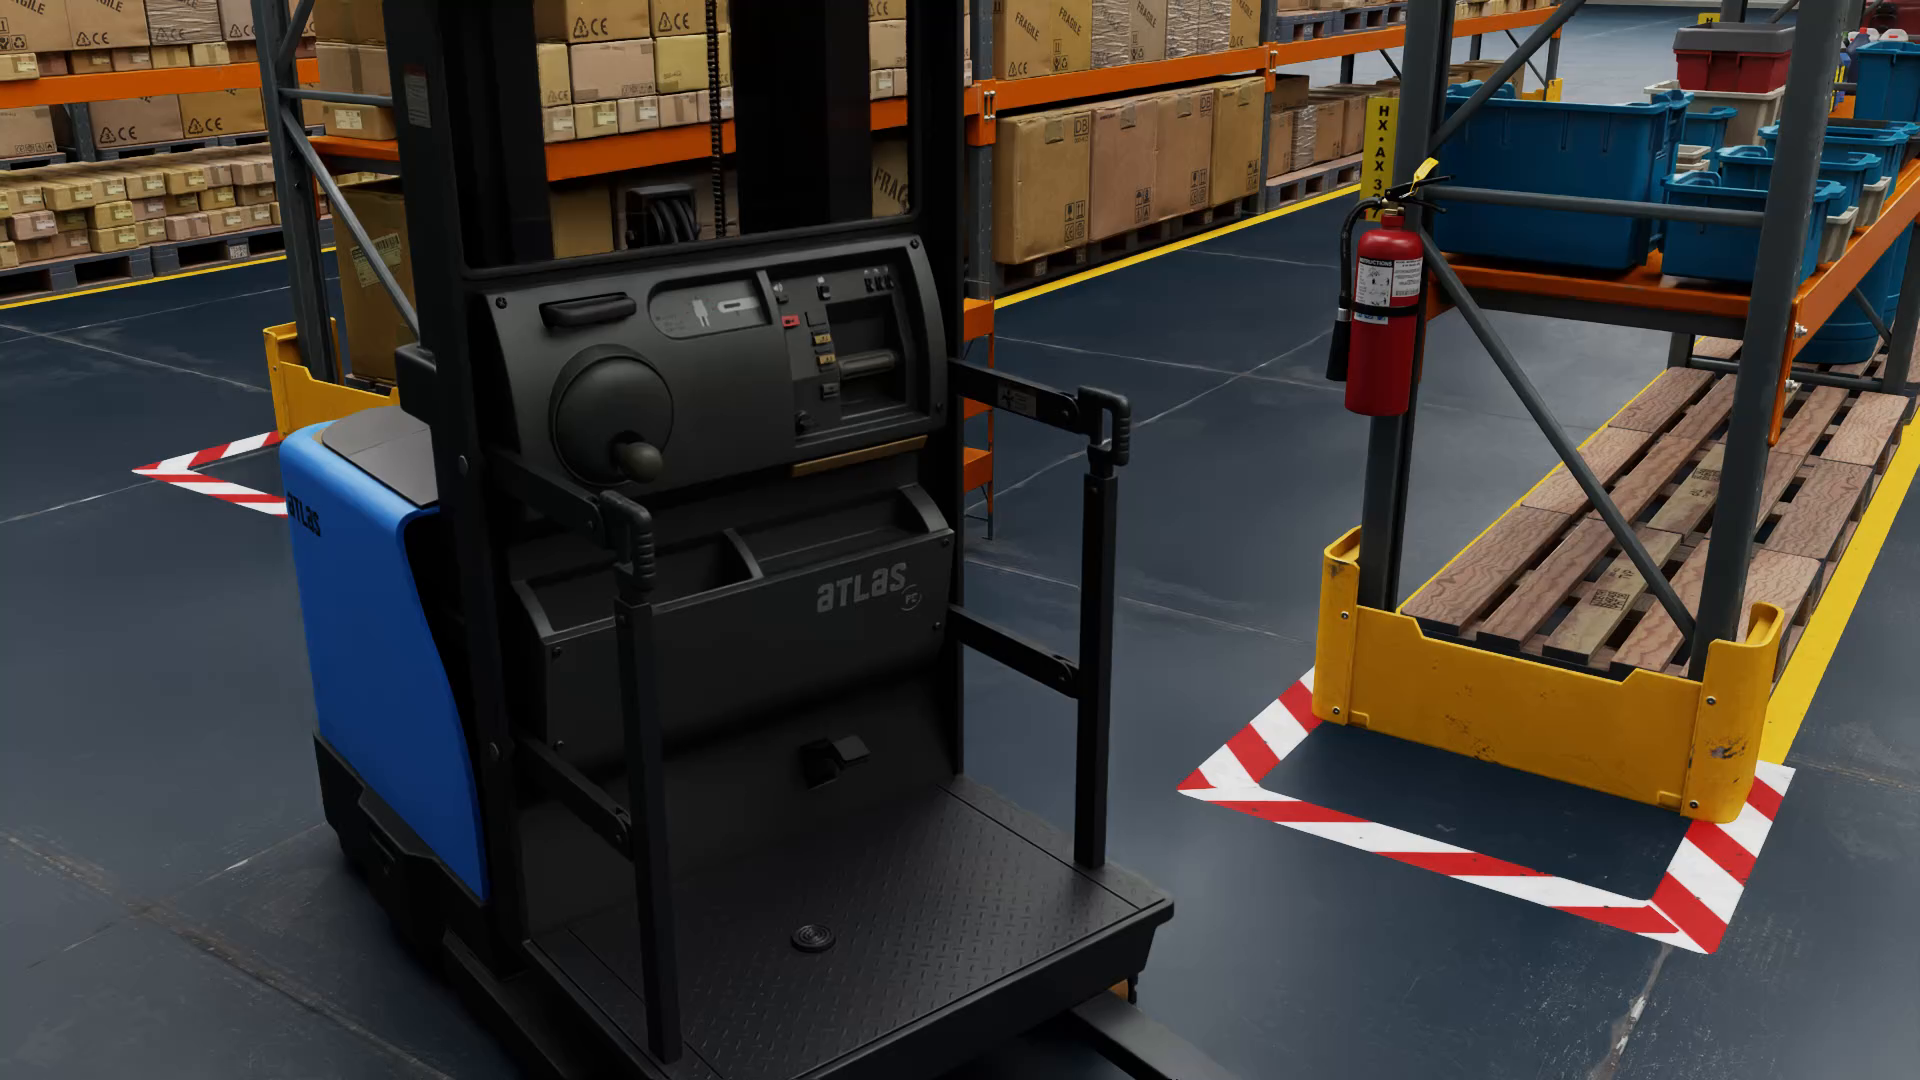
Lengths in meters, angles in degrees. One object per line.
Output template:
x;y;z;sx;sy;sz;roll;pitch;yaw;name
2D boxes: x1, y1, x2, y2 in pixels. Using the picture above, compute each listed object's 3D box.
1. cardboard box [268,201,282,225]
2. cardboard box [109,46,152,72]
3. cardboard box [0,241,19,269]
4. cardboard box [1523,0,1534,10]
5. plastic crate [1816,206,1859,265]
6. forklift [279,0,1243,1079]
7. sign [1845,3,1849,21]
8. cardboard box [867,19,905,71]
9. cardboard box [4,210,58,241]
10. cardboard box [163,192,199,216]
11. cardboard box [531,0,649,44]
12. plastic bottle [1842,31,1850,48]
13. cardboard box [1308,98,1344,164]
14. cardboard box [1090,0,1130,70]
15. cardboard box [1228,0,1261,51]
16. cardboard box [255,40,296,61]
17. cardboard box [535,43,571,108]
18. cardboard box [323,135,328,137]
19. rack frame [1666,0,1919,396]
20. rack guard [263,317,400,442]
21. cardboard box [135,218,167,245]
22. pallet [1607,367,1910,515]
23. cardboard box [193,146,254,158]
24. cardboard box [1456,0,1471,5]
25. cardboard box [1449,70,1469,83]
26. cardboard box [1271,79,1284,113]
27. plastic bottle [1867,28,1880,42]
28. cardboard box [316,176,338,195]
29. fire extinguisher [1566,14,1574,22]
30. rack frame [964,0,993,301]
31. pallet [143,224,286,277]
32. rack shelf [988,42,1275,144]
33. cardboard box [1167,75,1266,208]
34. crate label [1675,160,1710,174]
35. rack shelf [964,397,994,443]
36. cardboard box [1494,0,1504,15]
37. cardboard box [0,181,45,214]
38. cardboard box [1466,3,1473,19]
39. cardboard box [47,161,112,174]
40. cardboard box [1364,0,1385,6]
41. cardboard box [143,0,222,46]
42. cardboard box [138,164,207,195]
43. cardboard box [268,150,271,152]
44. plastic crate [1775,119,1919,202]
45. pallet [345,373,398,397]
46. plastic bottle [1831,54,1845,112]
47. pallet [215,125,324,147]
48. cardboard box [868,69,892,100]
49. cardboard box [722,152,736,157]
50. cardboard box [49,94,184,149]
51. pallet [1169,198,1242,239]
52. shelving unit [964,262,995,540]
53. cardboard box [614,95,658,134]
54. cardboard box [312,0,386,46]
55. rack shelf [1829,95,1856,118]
-4.821;-2.332;11.751;0.380;0.149;0.250;13;24;32;cardboard box
-5.424;-3.099;10.682;0.380;0.149;0.250;13;24;31;cardboard box
-5.990;-1.749;10.172;0.380;0.149;0.250;14;24;33;cardboard box
6.109;-5.933;18.344;0.380;0.149;0.250;13;24;32;cardboard box
2.252;-0.826;4.467;0.250;0.136;0.298;13;24;32;plastic crate
-0.286;-0.335;2.947;1.130;2.935;3.031;-16;25;-36;forklift
5.631;-3.316;10.670;0.100;0.325;0.005;13;24;32;sign
-0.575;-2.695;9.013;0.500;0.250;0.500;14;25;33;cardboard box
-5.842;-1.968;10.337;0.380;0.149;0.250;13;24;32;cardboard box
-5.354;-2.288;11.203;0.380;0.149;0.250;15;25;35;cardboard box
-1.730;-2.454;7.282;0.500;0.500;0.500;13;24;31;cardboard box
5.206;-2.856;9.830;0.061;0.283;0.133;13;24;32;plastic bottle
2.968;-3.656;14.793;0.700;0.500;0.500;16;25;36;cardboard box
0.774;-3.370;10.908;0.500;0.500;0.500;13;24;31;cardboard box
1.921;-3.957;12.494;0.500;0.500;0.500;14;25;33;cardboard box
-4.815;-3.390;11.468;0.380;0.149;0.250;12;23;30;cardboard box
-2.011;-1.959;7.024;0.500;0.250;0.500;13;24;30;cardboard box
-4.666;-3.029;12.776;0.380;0.149;0.250;14;25;34;cardboard box
3.841;-1.986;7.311;1.000;3.000;0.127;13;24;32;rack frame
-2.517;-0.625;7.235;1.175;0.500;0.348;13;24;32;rack guard
-5.478;-2.056;11.003;0.380;0.149;0.250;13;24;32;cardboard box
3.460;-0.460;7.204;1.003;0.211;1.213;13;24;32;pallet
-5.309;-2.743;12.003;0.380;0.149;0.250;14;24;33;cardboard box
4.546;-5.551;16.375;0.875;0.500;0.500;13;24;32;cardboard box
5.100;-4.738;17.749;0.500;0.500;0.500;11;23;27;cardboard box
2.345;-3.684;13.788;0.500;0.250;0.500;14;25;34;cardboard box
5.579;-3.015;10.270;0.152;0.276;0.135;13;24;32;plastic bottle
-4.715;-2.582;11.998;0.380;0.149;0.250;14;24;32;cardboard box
6.936;-6.302;19.090;0.296;0.674;0.183;13;24;32;fire extinguisher
-0.255;-2.952;9.922;1.000;3.000;0.127;13;24;32;rack frame
-5.334;-2.090;11.610;1.003;0.211;1.213;13;24;32;pallet
0.869;-3.189;11.599;1.077;0.370;4.000;13;24;32;rack shelf
1.588;-3.106;12.796;1.225;0.875;0.875;12;23;29;cardboard box
2.212;-1.177;5.418;0.396;0.136;0.243;13;24;32;crate label
-0.030;-0.467;6.045;0.215;0.259;0.240;13;24;32;rack shelf
5.444;-5.566;17.350;0.380;0.149;0.250;13;24;32;cardboard box
-5.918;-2.126;10.336;0.380;0.149;0.250;14;24;33;cardboard box
4.880;-5.279;16.575;0.380;0.149;0.250;13;24;32;cardboard box
-5.929;-2.451;11.213;0.380;0.149;0.250;14;25;34;cardboard box
3.344;-4.978;14.644;0.797;0.503;0.637;16;26;37;cardboard box
-5.221;-3.506;10.847;0.500;0.500;0.500;13;24;30;cardboard box
-5.250;-2.405;11.090;0.380;0.149;0.250;14;24;33;cardboard box
-4.741;-2.721;11.945;0.380;0.149;0.250;14;25;34;cardboard box
2.912;-1.259;5.499;0.416;0.233;0.300;13;24;32;plastic crate
-2.119;-0.741;7.965;1.003;0.211;1.213;13;24;32;pallet
4.310;-2.316;8.272;0.144;0.351;0.185;13;24;32;plastic bottle
-7.395;-4.165;17.219;1.003;0.211;1.213;13;24;32;pallet
-0.589;-2.462;8.958;0.380;0.149;0.250;14;24;33;cardboard box
-1.198;-1.721;9.050;0.875;0.875;0.875;13;24;32;cardboard box
-8.169;-4.279;15.966;0.875;0.875;0.875;14;25;33;cardboard box
1.488;-2.581;12.937;1.003;0.211;1.213;13;24;32;pallet
-0.030;-0.477;6.041;0.215;1.050;0.252;13;24;32;shelving unit
-1.599;-1.947;7.566;0.380;0.149;0.250;13;24;31;cardboard box
-2.447;-2.416;7.180;0.500;0.500;0.500;14;24;32;cardboard box
4.965;-2.223;8.987;1.077;0.370;4.000;13;24;32;rack shelf
